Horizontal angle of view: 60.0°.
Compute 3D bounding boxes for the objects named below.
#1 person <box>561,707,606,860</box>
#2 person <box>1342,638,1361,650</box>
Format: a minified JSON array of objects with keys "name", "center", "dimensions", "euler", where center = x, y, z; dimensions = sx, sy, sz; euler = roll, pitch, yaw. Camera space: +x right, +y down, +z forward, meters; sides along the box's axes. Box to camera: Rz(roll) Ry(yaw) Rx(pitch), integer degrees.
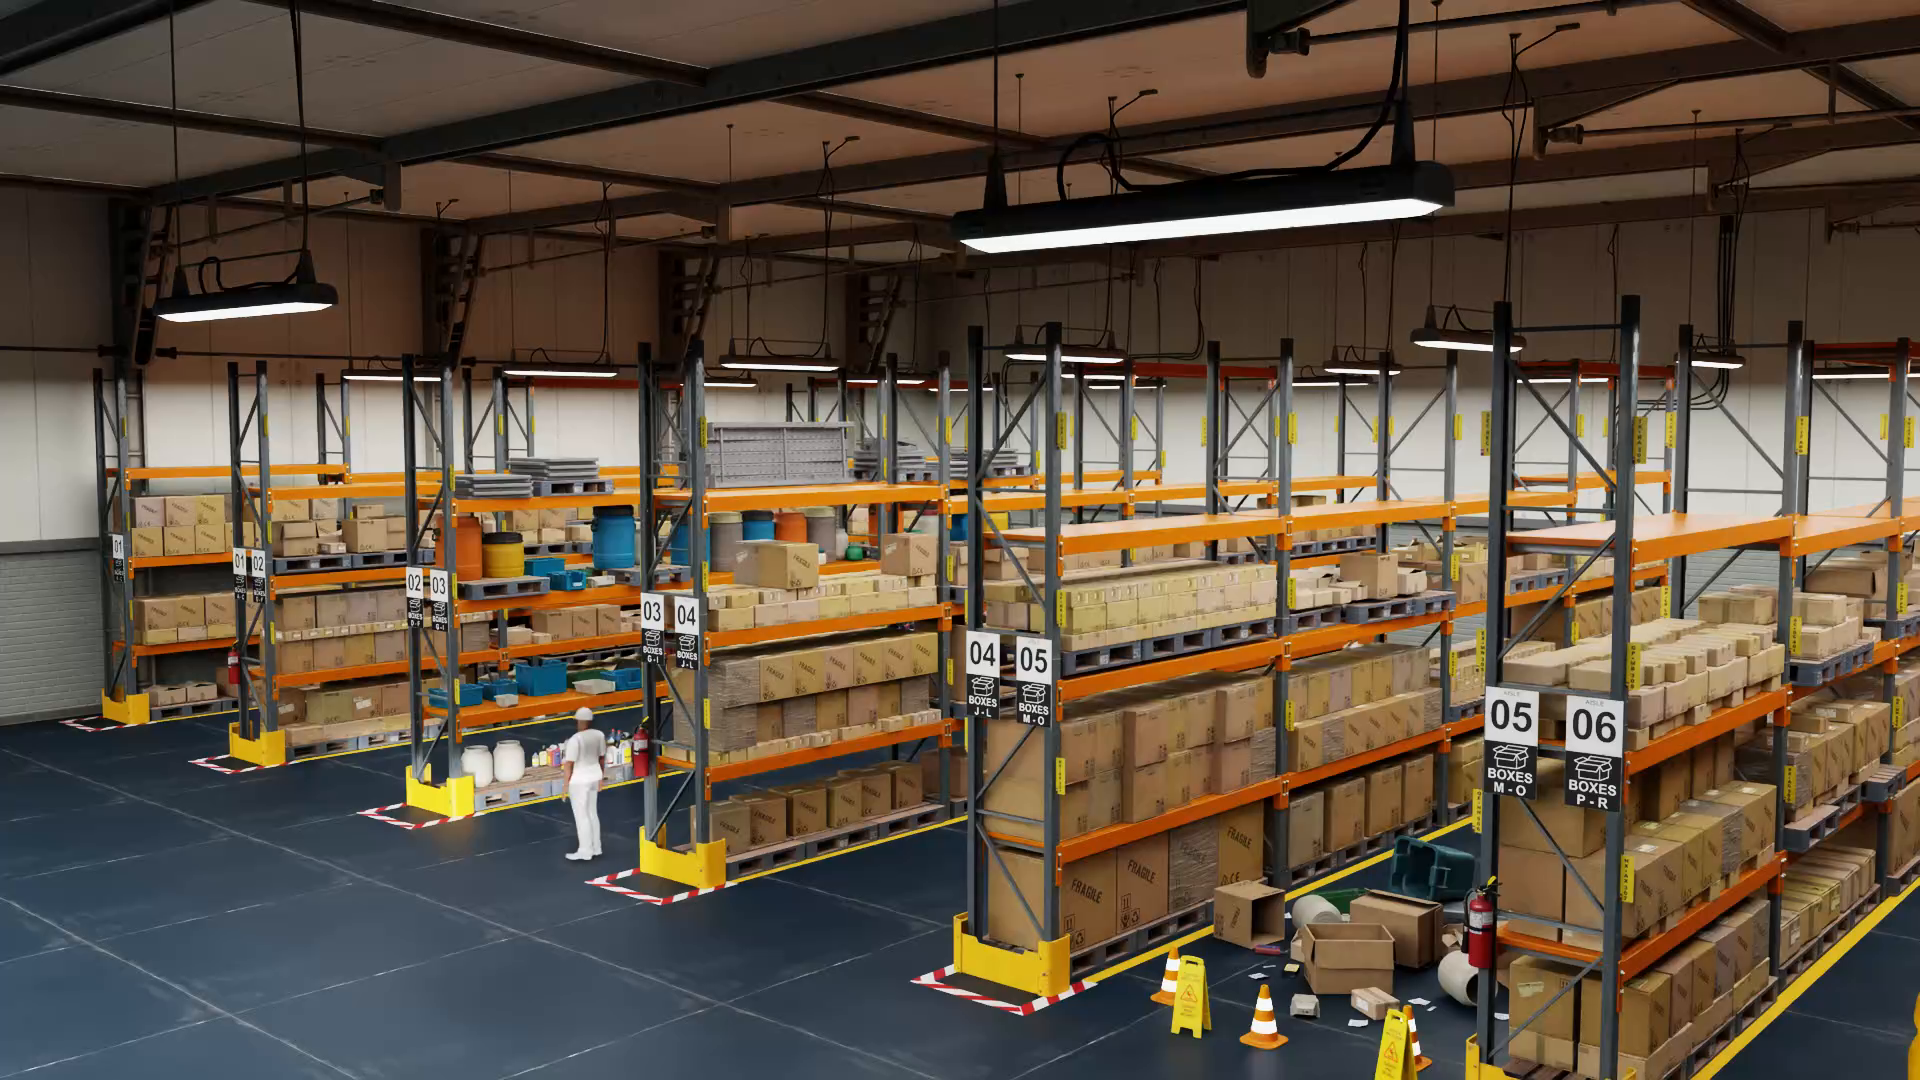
[{"name":"person","center":[-4.410,2.855,19.477],"dimensions":[0.366,1.802,0.679],"euler":[2,5,30]},{"name":"person","center":[6.280,2.300,26.986],"dimensions":[0.700,1.711,1.048],"euler":[3,5,39]}]
